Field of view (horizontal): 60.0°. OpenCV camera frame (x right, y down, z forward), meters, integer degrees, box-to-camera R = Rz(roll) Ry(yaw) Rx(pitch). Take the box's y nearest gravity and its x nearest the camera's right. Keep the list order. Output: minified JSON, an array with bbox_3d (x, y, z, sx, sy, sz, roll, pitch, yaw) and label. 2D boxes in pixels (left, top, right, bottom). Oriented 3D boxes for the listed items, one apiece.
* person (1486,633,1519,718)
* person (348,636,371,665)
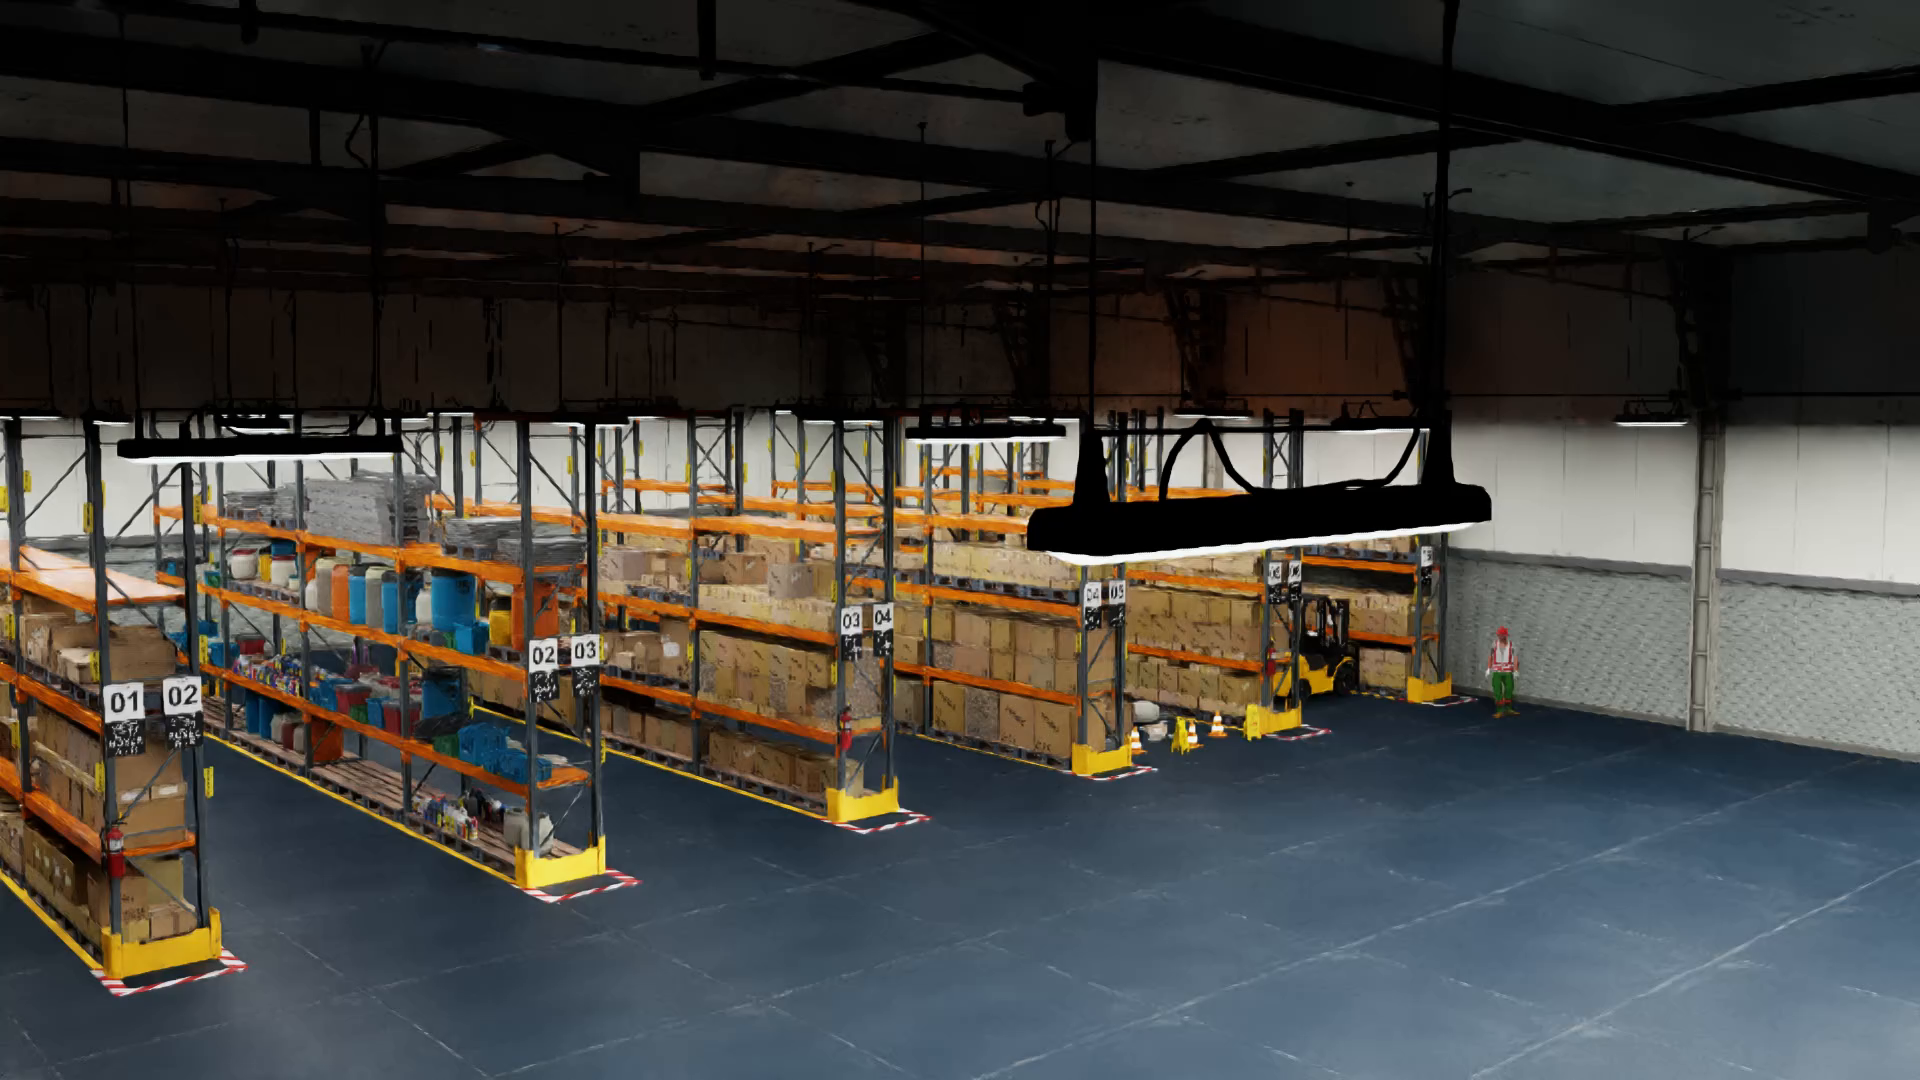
[{"bbox_3d":[10.666,2.608,32.670,0.645,1.736,0.544,2,5,21],"label":"person"},{"bbox_3d":[-12.043,2.635,33.363,0.417,1.525,1.034,-5,7,-42],"label":"person"}]
